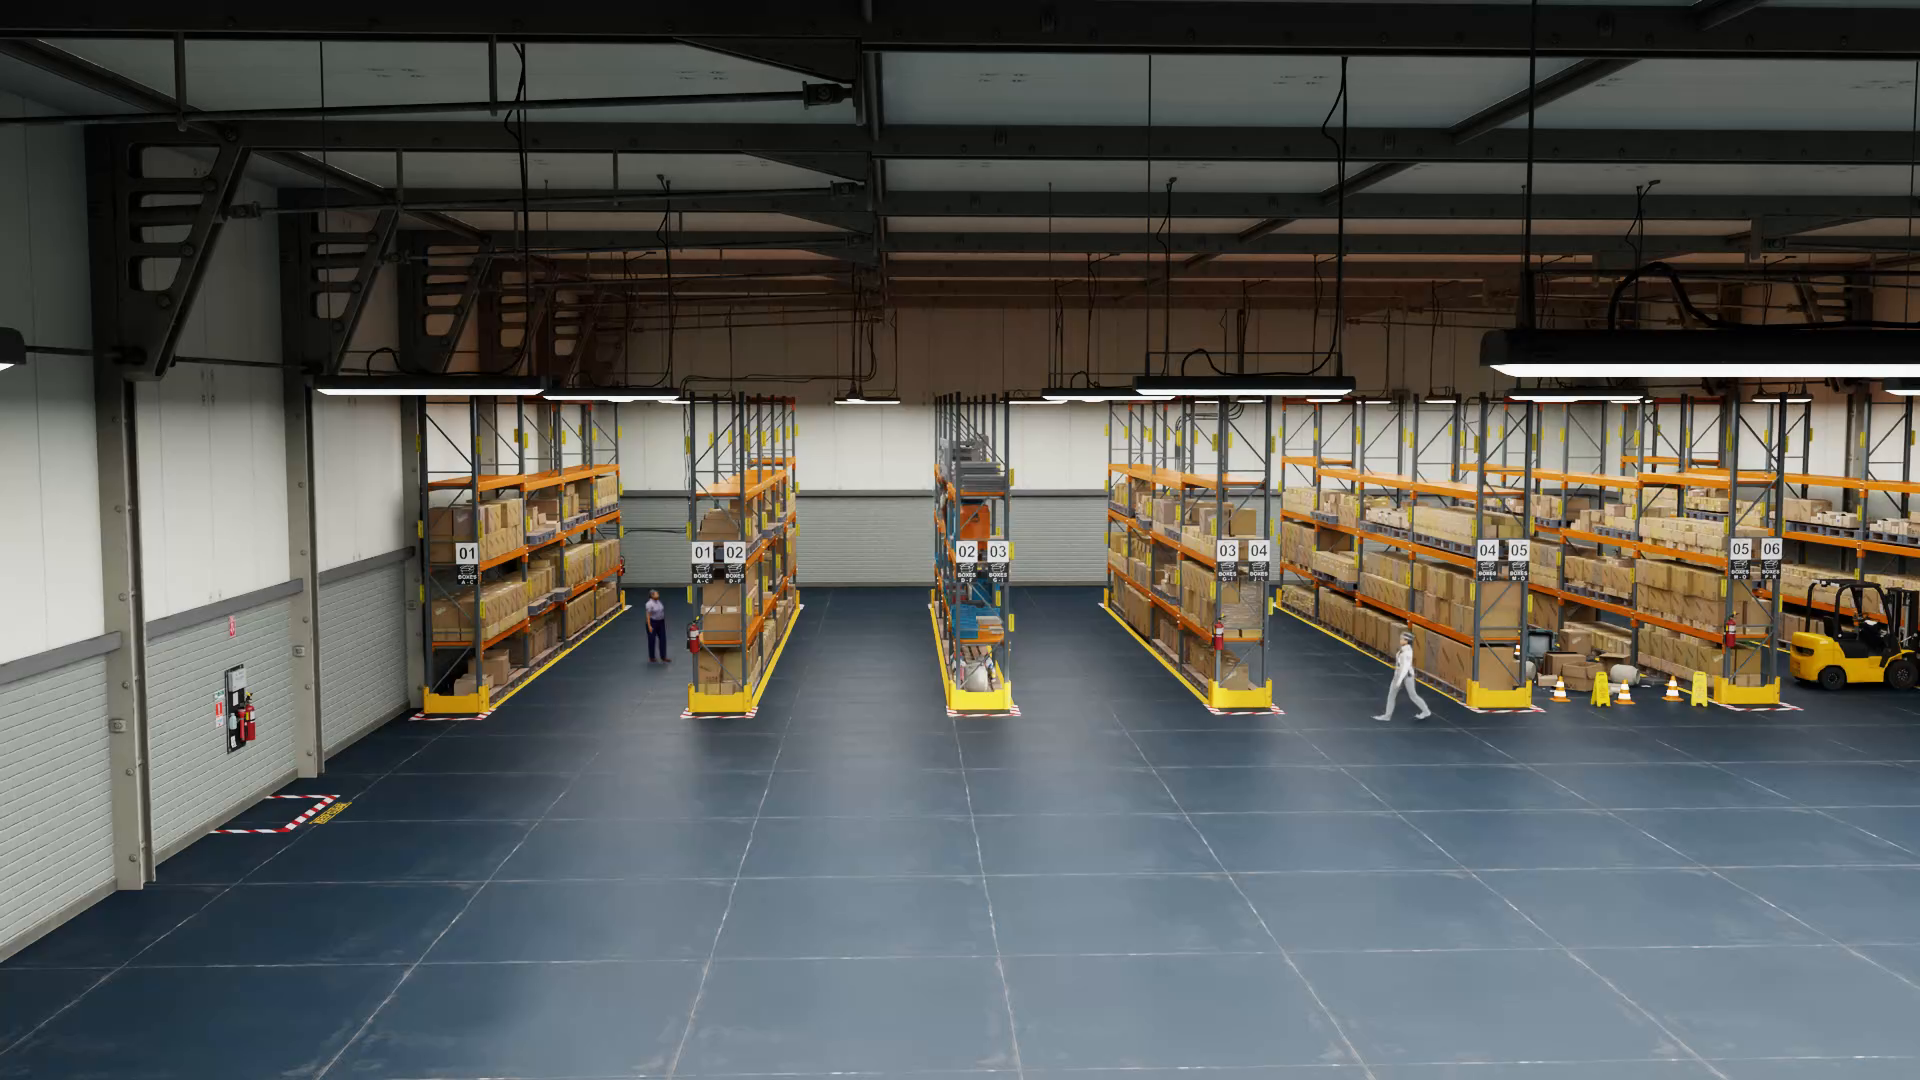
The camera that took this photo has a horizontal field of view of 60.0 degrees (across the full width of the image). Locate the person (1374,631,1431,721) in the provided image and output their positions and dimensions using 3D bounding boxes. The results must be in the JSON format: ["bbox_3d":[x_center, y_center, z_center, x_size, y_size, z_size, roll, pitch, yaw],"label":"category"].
[{"bbox_3d":[8.067,2.475,30.195,0.980,1.644,0.464,-2,5,-20],"label":"person"}]

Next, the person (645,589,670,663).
[{"bbox_3d":[-6.822,1.925,37.309,0.550,1.649,0.377,-4,6,-44],"label":"person"}]

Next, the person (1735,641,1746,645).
[{"bbox_3d":[17.068,1.919,36.434,0.474,1.799,0.566,5,6,45],"label":"person"}]
